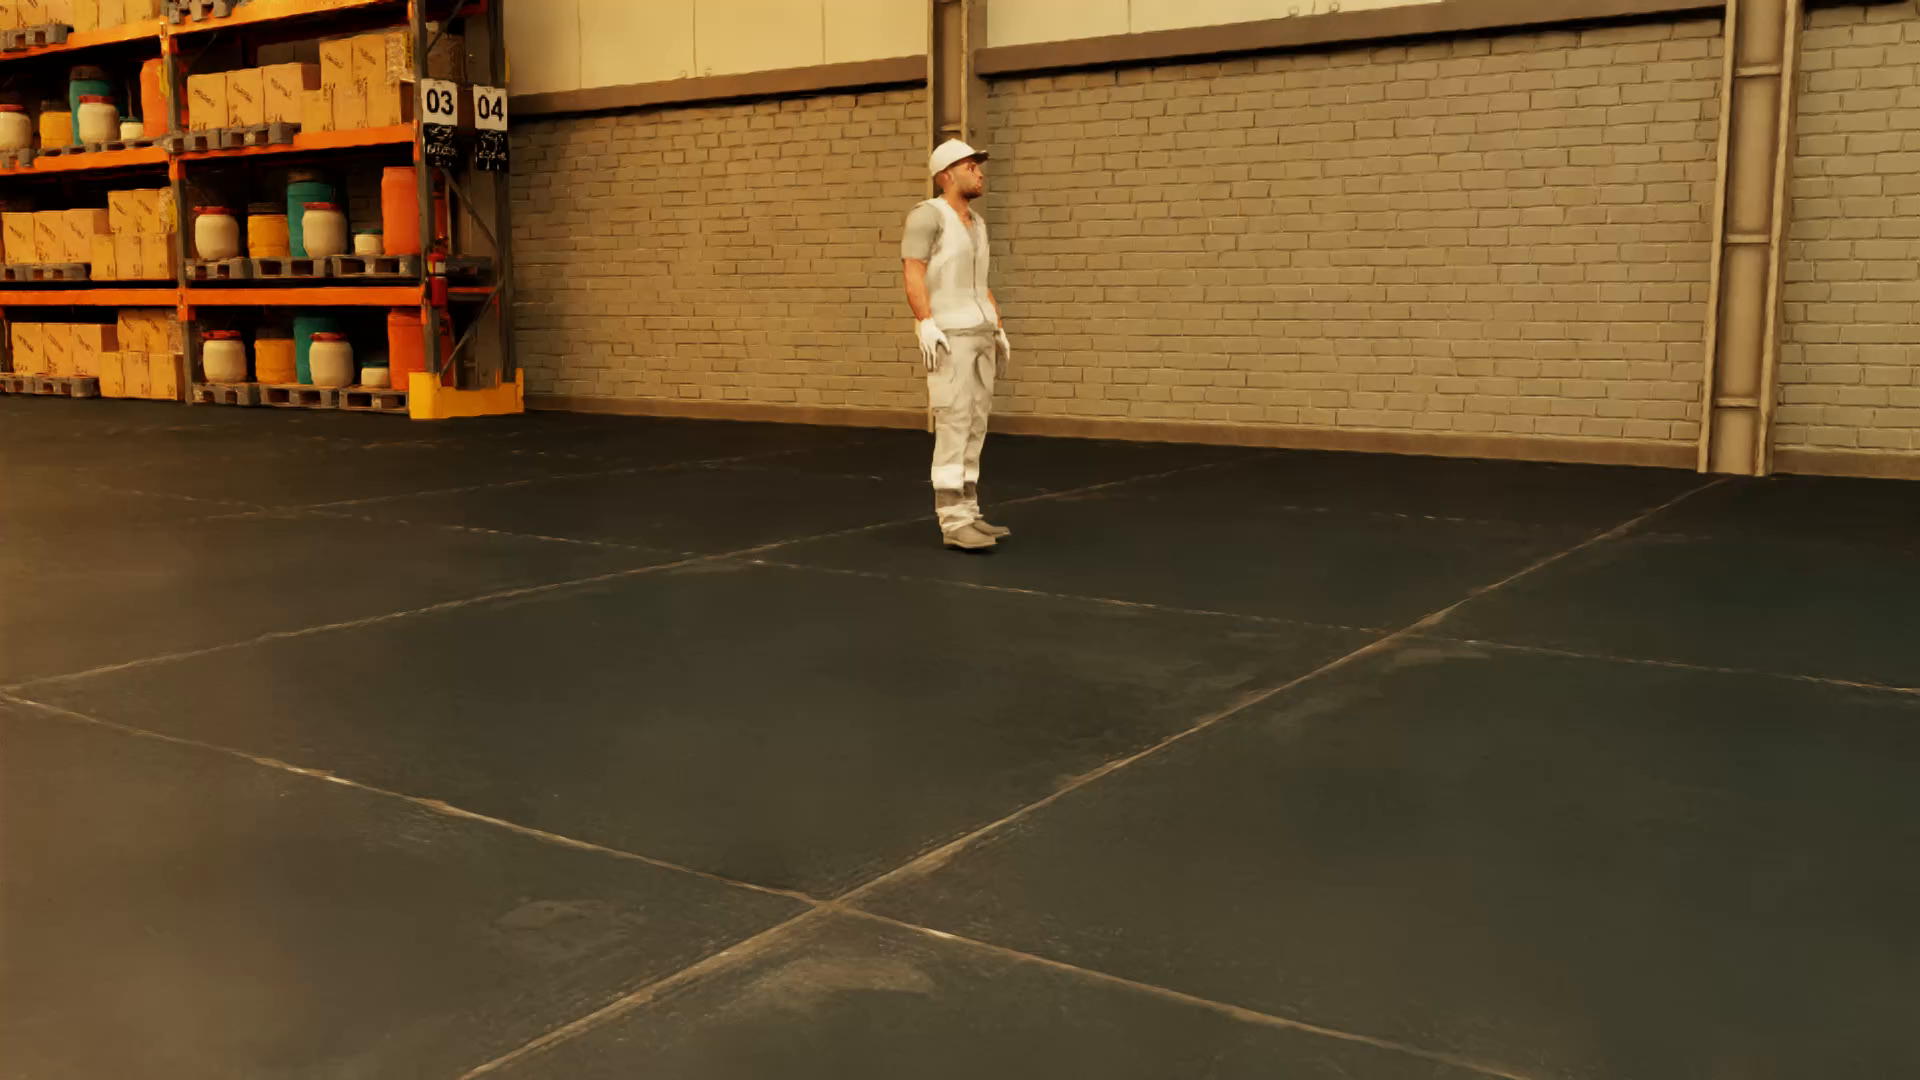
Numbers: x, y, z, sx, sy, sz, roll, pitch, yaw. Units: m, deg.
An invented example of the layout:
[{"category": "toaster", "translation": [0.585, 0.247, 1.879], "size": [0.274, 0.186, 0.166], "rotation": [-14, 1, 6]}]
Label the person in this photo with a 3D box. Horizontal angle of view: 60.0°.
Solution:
[{"category": "person", "translation": [0.060, -0.885, 7.423], "size": [0.563, 1.787, 0.637], "rotation": [5, 10, 34]}]
